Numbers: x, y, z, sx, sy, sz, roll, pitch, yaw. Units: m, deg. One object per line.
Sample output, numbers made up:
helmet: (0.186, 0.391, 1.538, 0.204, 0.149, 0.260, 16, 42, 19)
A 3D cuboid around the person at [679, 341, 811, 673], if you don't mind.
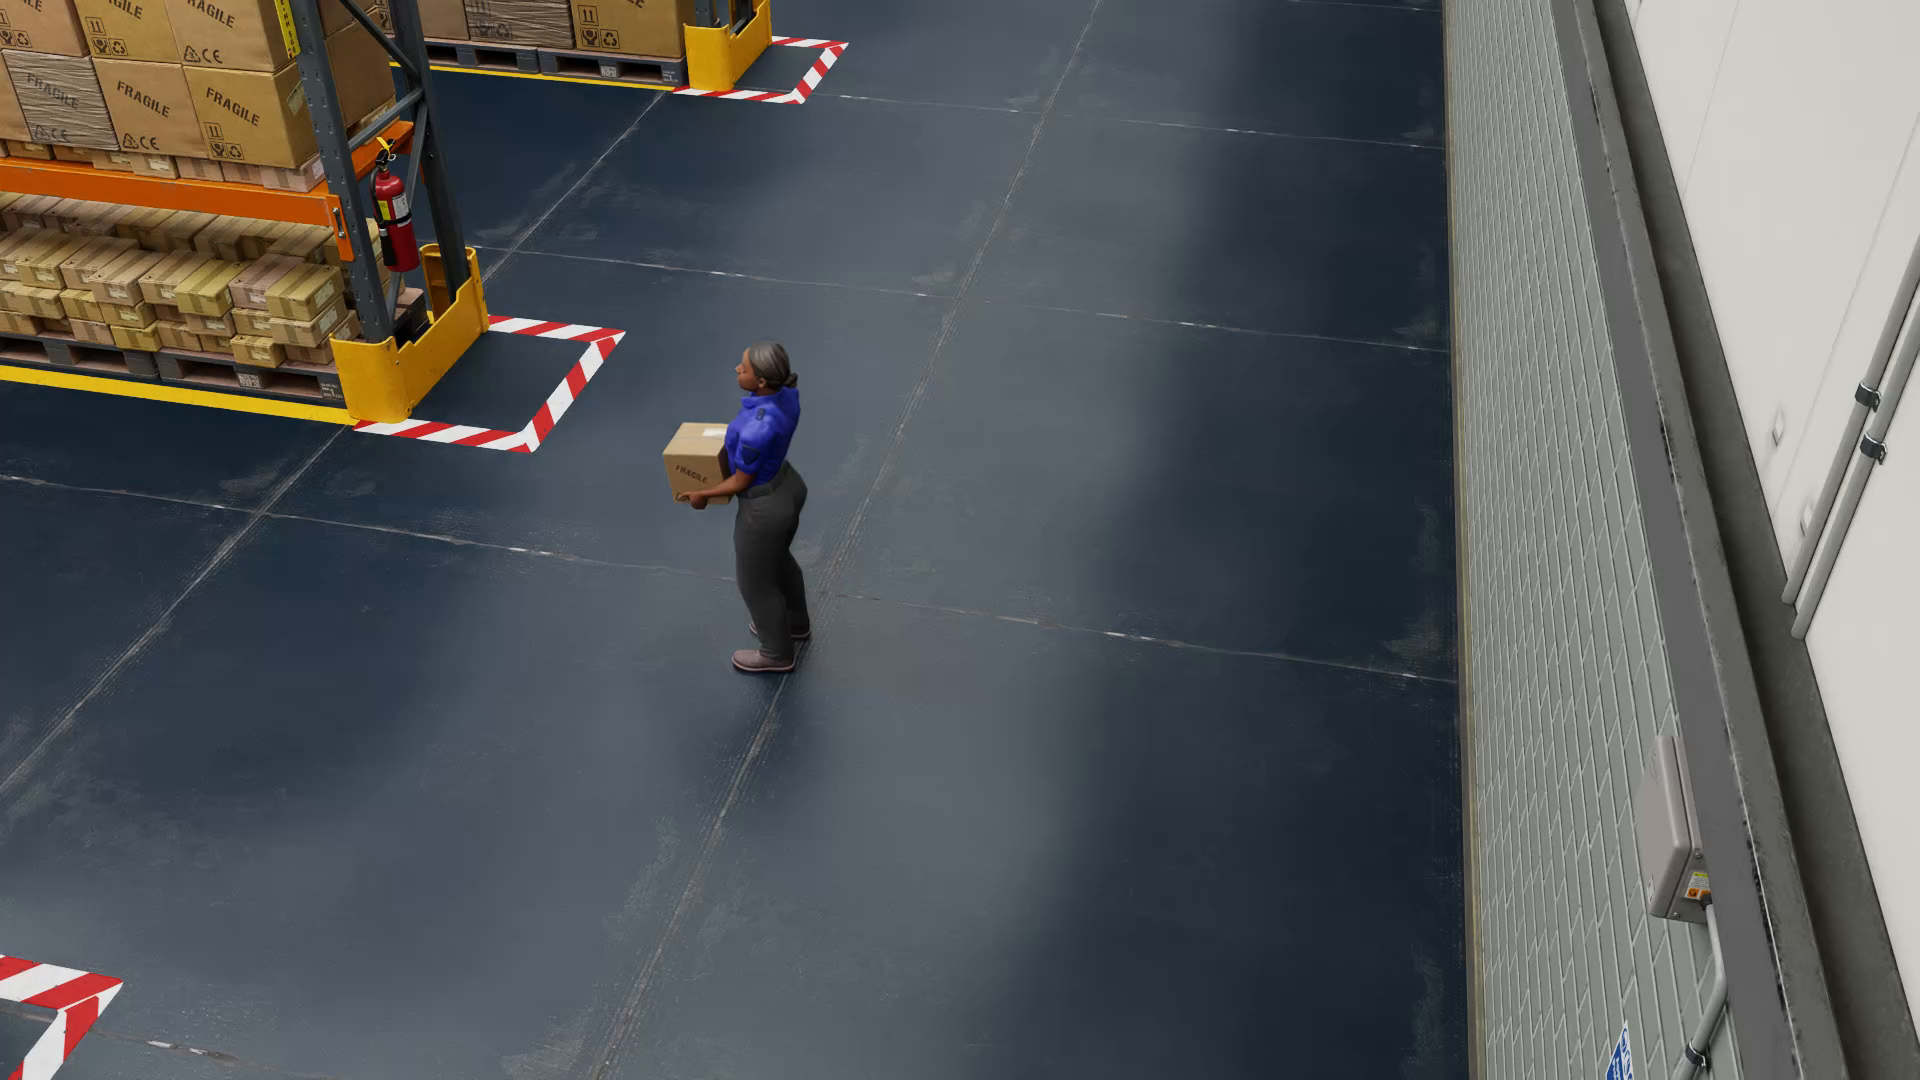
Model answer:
person: (-0.913, -0.160, 7.190, 0.522, 1.646, 0.450, 8, 38, 10)
